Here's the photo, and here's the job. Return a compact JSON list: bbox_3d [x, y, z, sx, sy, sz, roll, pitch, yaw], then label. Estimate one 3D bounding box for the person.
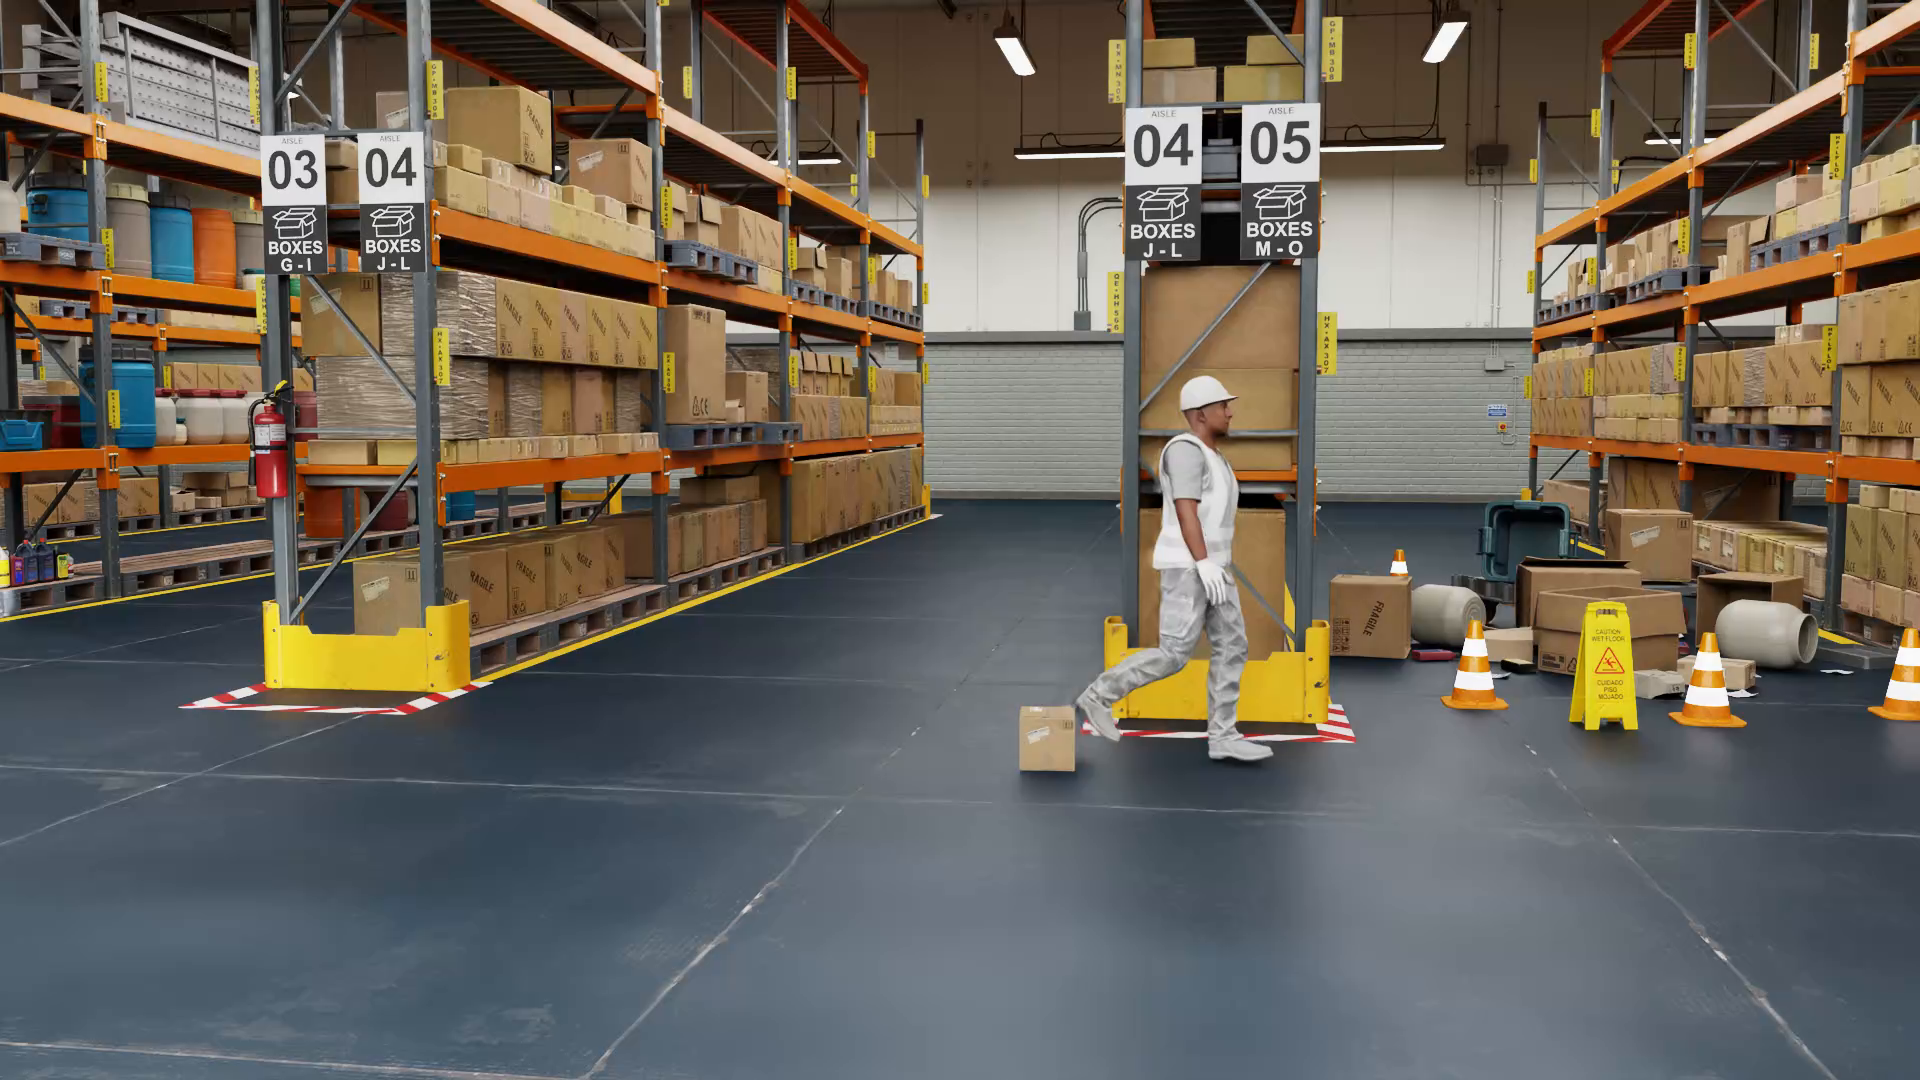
[{"bbox_3d":[1.012,0.127,7.679,0.884,1.762,0.593,2,5,24],"label":"person"}]
